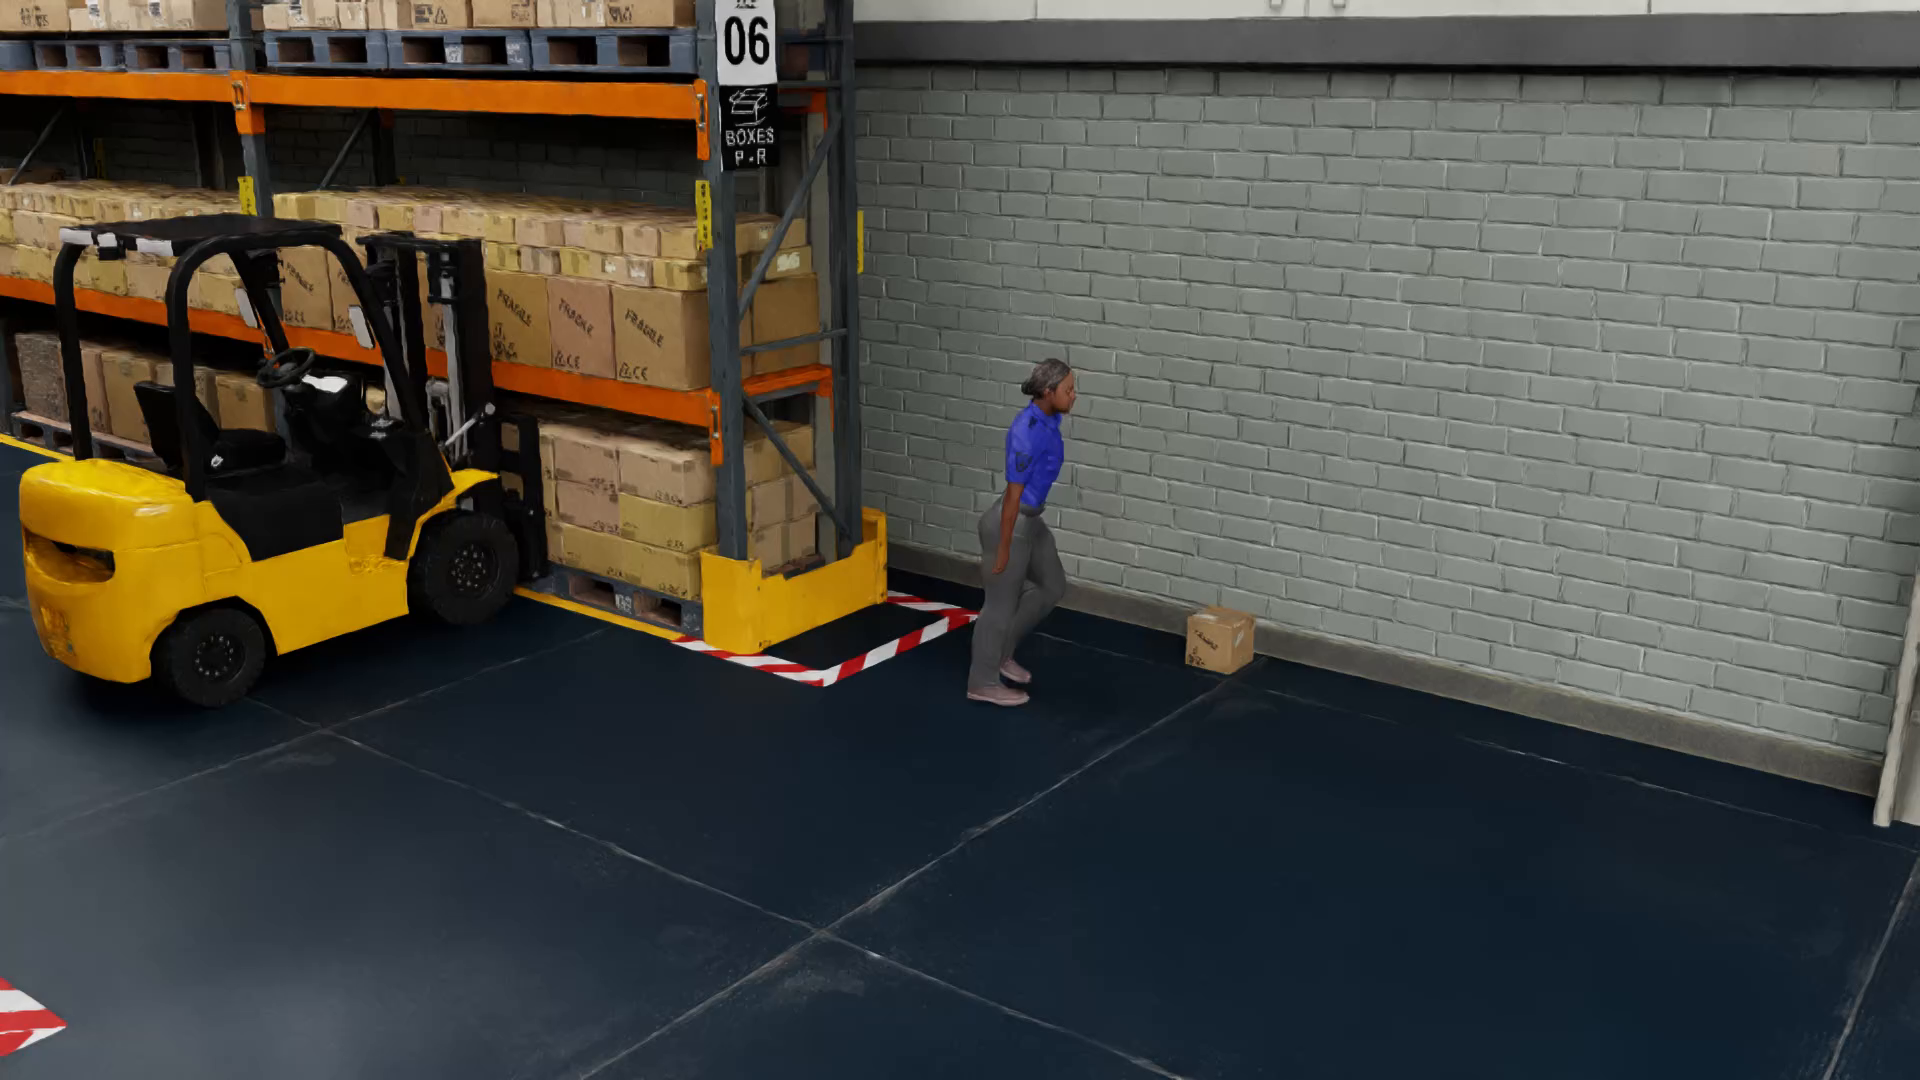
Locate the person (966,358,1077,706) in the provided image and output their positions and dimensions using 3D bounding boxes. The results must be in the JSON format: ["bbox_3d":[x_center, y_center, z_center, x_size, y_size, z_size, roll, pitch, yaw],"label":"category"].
[{"bbox_3d":[0.286,-0.038,7.657,0.487,1.636,0.463,4,17,13],"label":"person"}]
